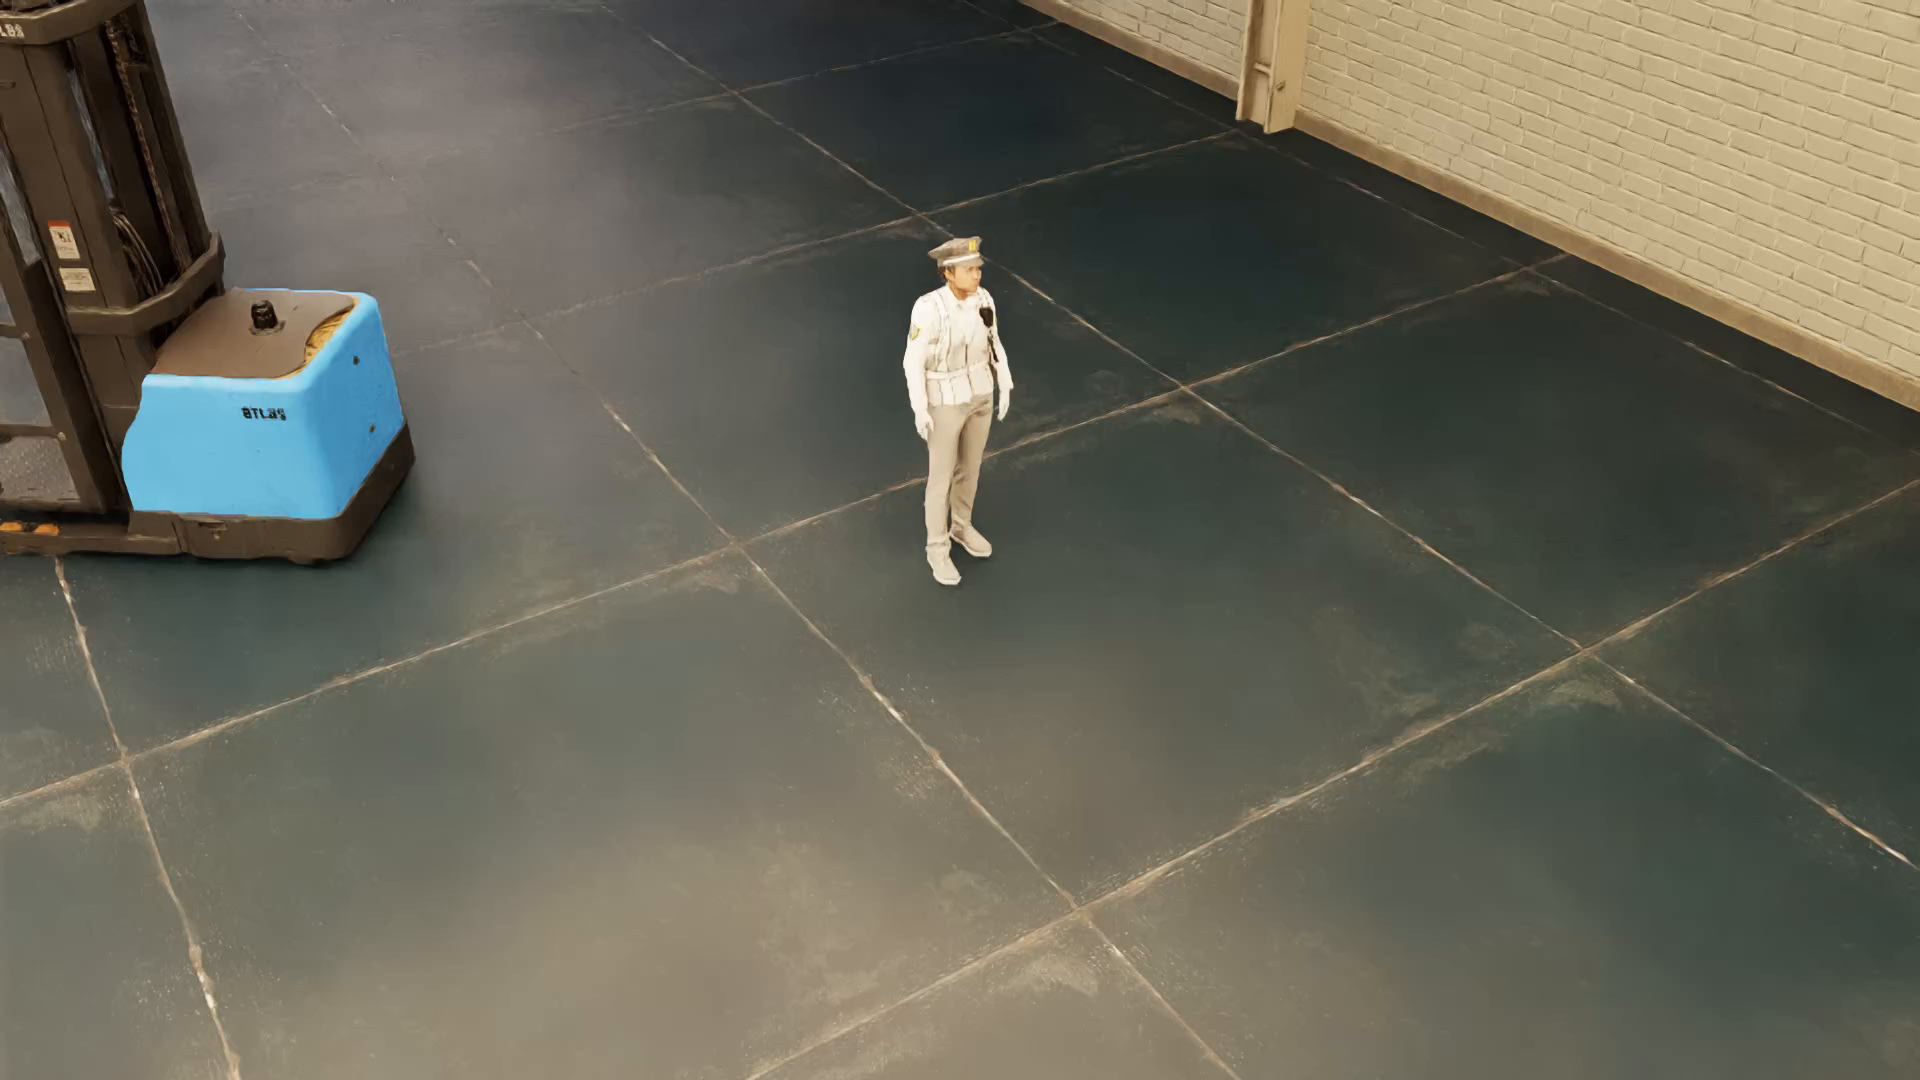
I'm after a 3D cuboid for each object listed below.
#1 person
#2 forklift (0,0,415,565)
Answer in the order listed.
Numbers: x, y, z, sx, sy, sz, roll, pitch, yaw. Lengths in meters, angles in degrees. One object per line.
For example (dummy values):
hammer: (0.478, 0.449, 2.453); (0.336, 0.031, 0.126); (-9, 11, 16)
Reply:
person: (0.031, -0.665, 8.156); (0.586, 1.695, 0.533); (-21, 40, -27)
forklift: (-4.564, -1.414, 8.159); (3.031, 2.935, 1.130); (3, 35, 4)
